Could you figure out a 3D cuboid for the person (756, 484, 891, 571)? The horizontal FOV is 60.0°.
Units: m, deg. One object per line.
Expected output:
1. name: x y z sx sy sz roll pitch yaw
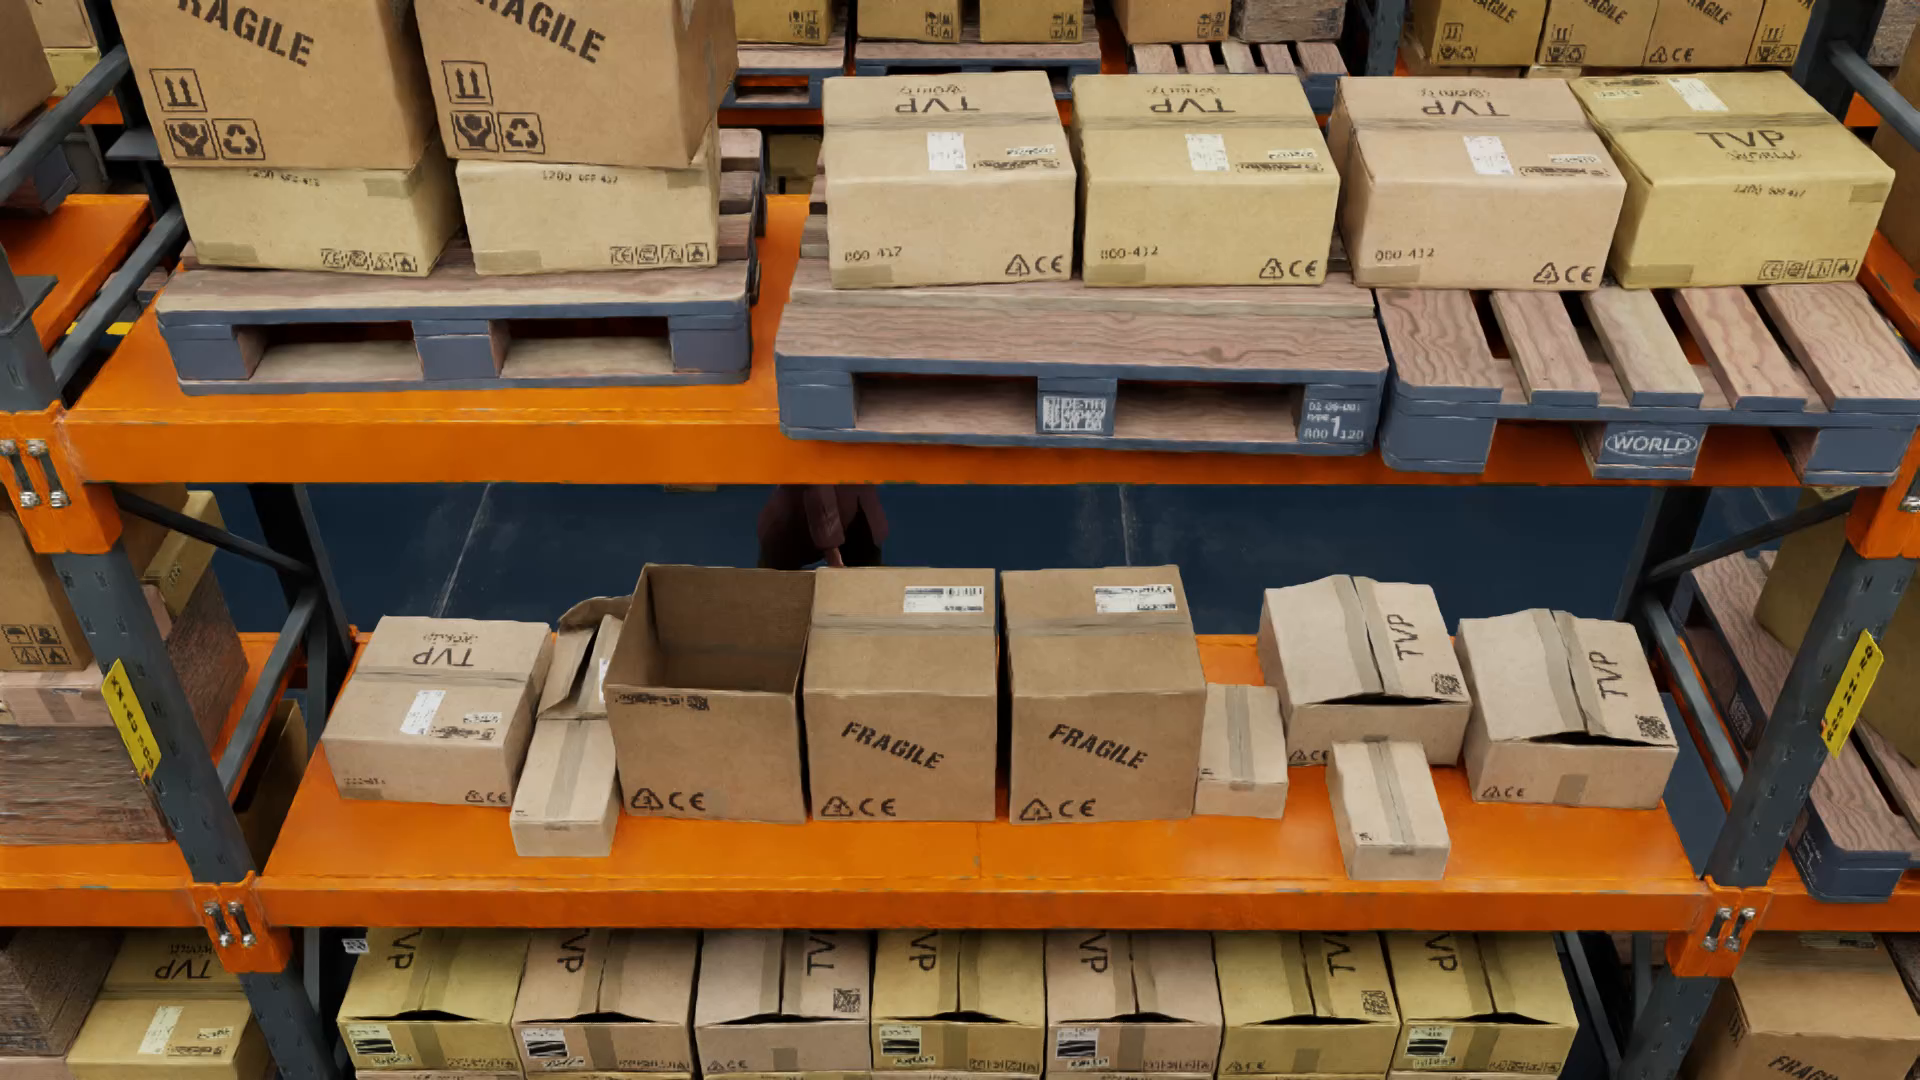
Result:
1. person: -0.562 -0.172 6.390 1.131 1.725 0.657 20 43 23
